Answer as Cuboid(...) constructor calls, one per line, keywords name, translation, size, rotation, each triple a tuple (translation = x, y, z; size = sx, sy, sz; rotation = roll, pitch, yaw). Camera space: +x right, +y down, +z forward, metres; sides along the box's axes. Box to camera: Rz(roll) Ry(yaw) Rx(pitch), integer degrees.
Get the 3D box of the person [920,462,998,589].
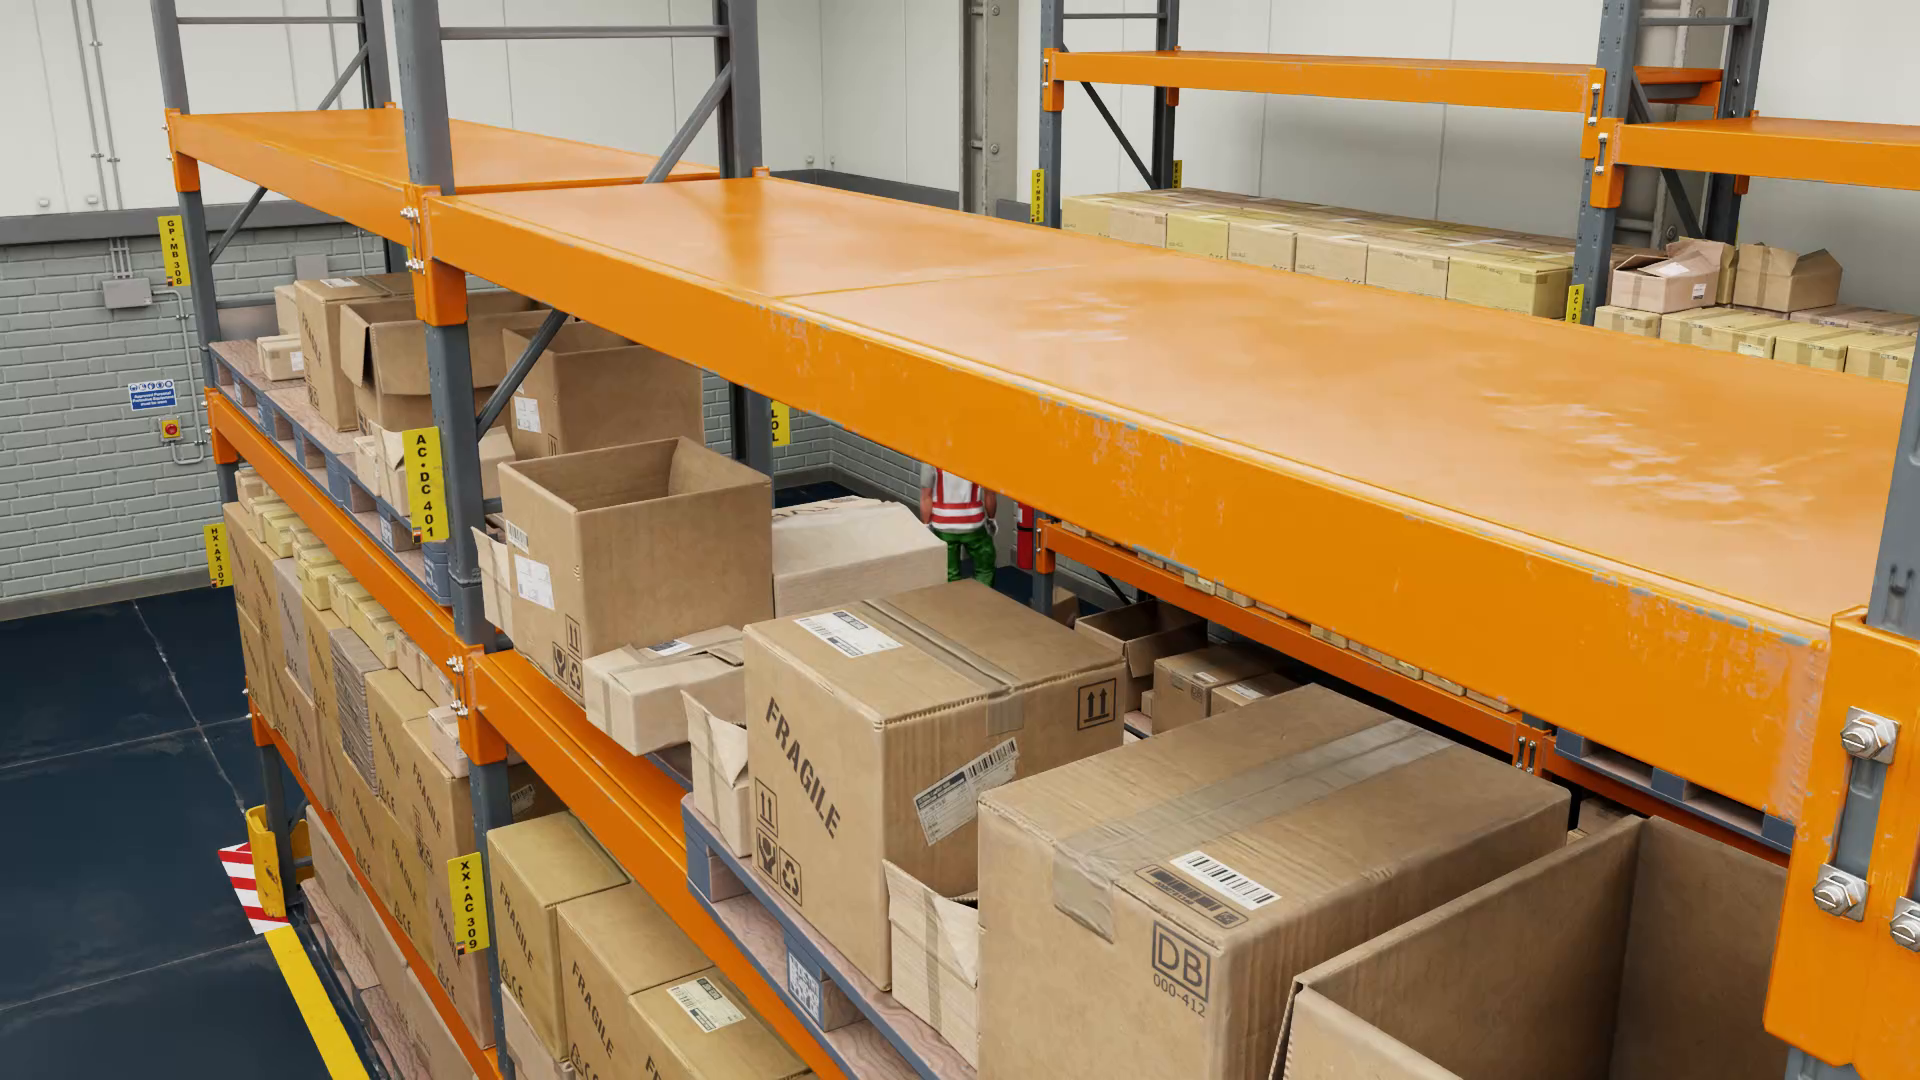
Cuboid(name="person", translation=(0.050, -0.084, 12.220), size=(0.693, 1.782, 0.469), rotation=(-1, 18, -2))
